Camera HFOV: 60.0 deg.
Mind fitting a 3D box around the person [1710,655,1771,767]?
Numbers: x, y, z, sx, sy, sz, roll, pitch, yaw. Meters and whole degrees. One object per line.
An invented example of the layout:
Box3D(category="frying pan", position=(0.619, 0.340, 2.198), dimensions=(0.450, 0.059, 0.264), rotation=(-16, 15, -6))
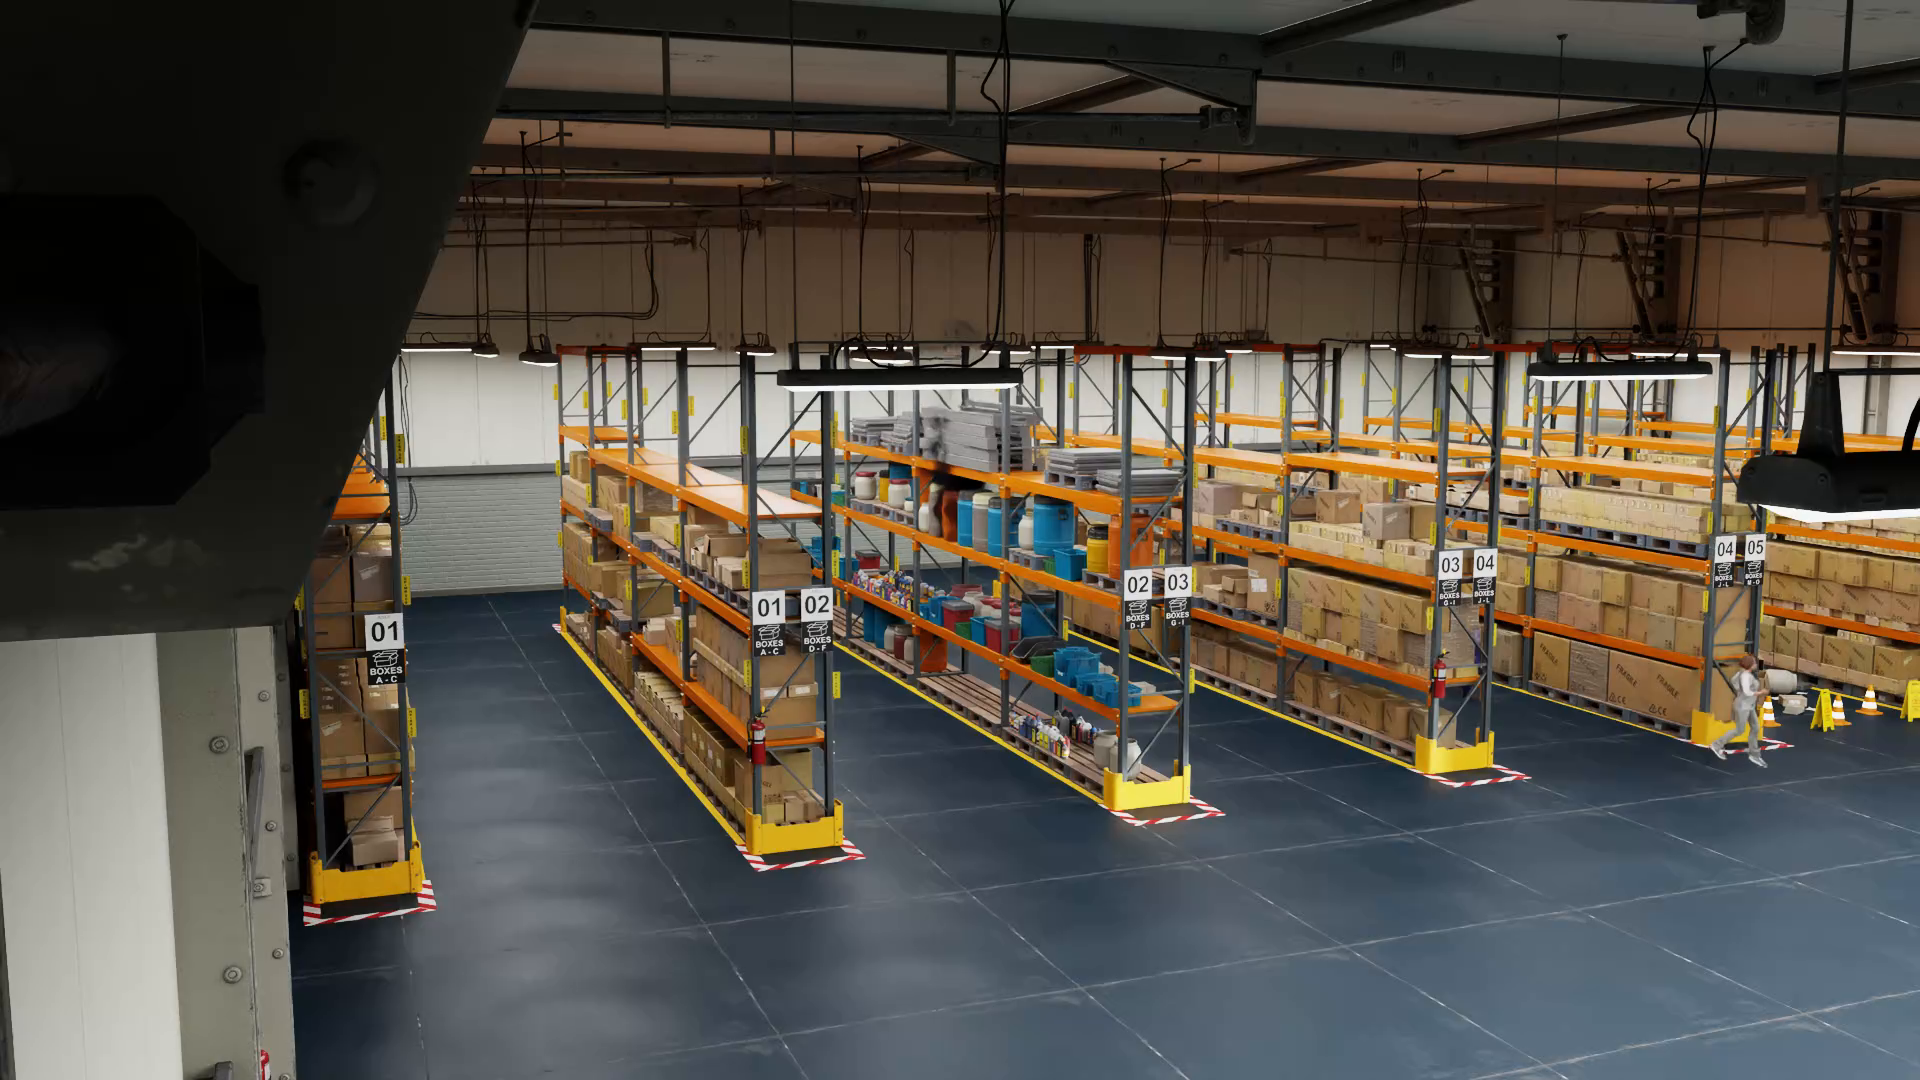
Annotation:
Box3D(category="person", position=(11.379, 2.515, 24.185), dimensions=(0.752, 1.536, 0.575), rotation=(4, 8, 30))

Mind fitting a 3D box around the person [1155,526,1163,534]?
Box3D(category="person", position=(4.898, 0.262, 41.332), dimensions=(0.657, 1.691, 0.755), rotation=(-2, 8, -16))

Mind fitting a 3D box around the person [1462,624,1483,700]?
Box3D(category="person", position=(8.715, 1.926, 28.547), dimensions=(0.608, 1.585, 0.580), rotation=(-3, 8, -19))

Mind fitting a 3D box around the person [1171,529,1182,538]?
Box3D(category="person", position=(5.302, 0.140, 41.717), dimensions=(0.699, 1.830, 0.951), rotation=(7, 10, 43))
